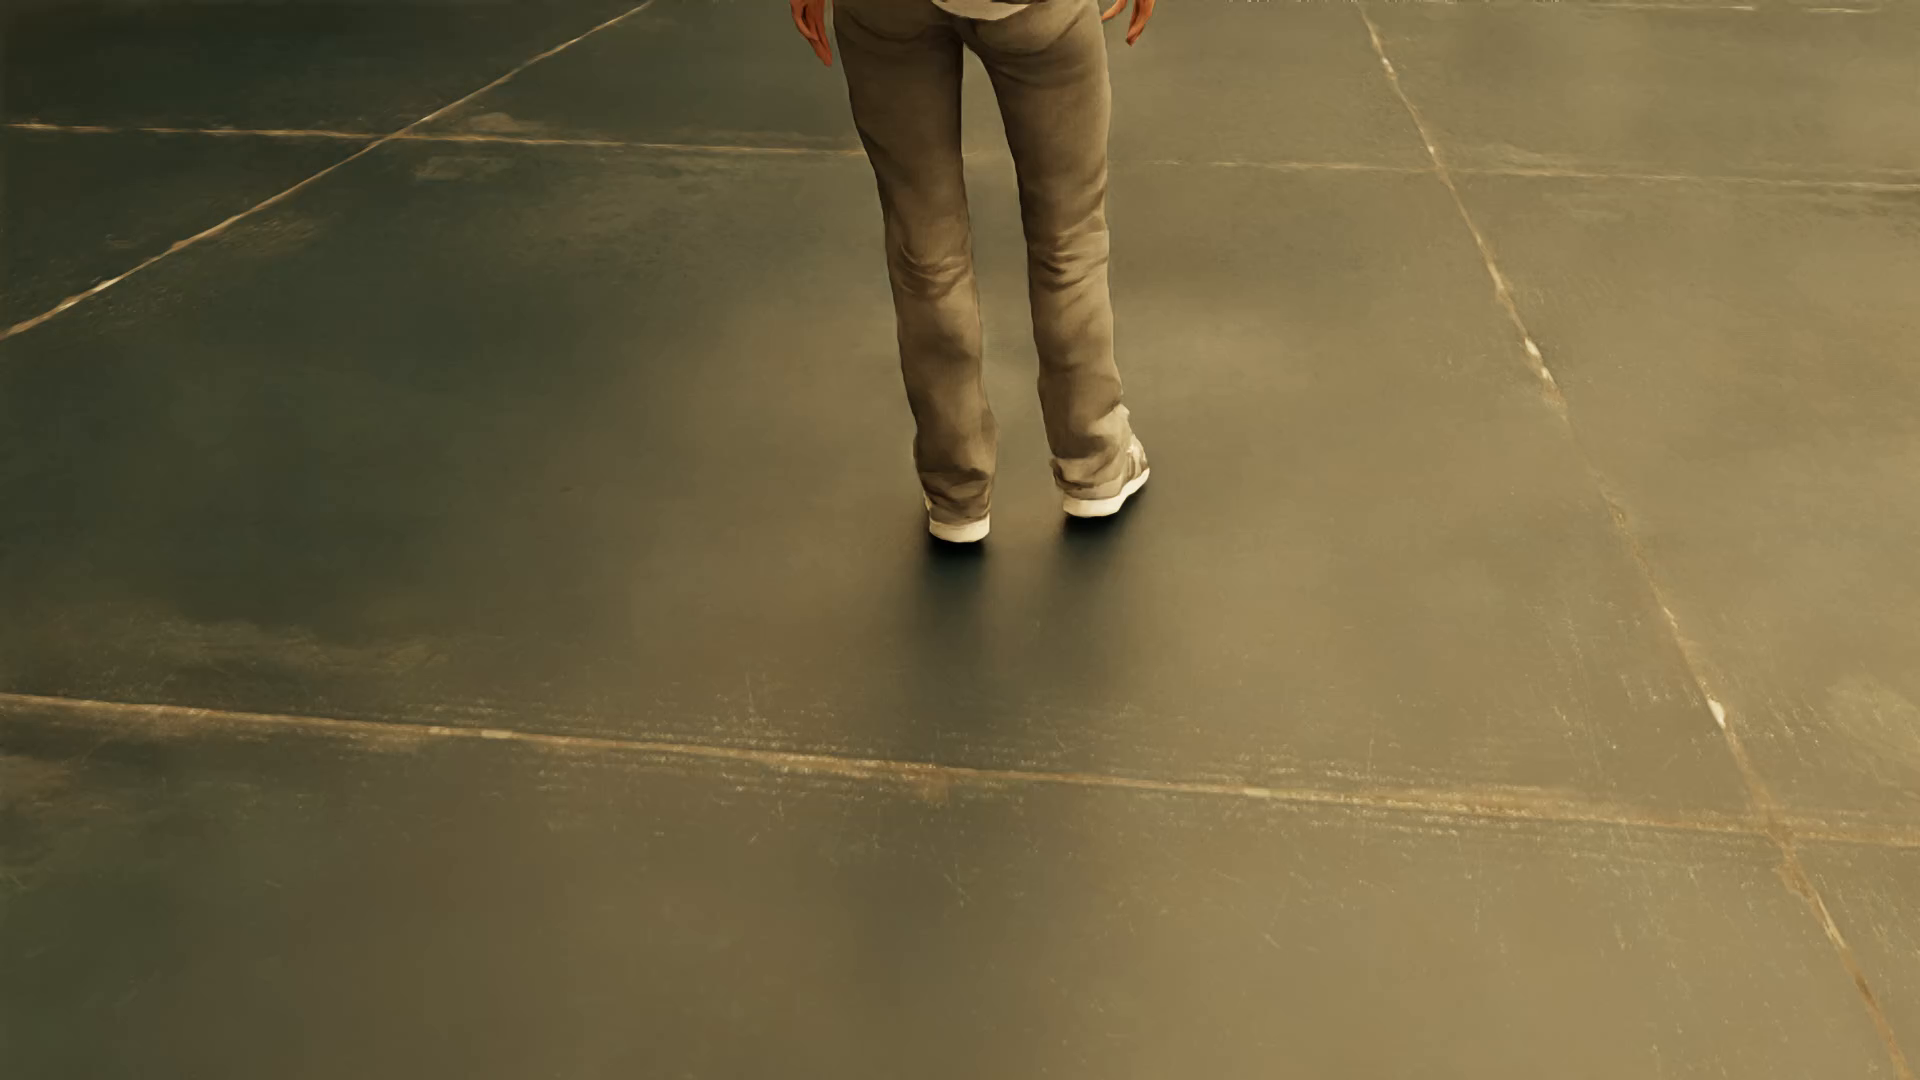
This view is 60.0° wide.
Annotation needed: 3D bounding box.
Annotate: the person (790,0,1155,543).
[{"bbox_3d":[0.023,-0.750,2.206,0.521,1.591,0.474,3,27,7],"label":"person"}]
